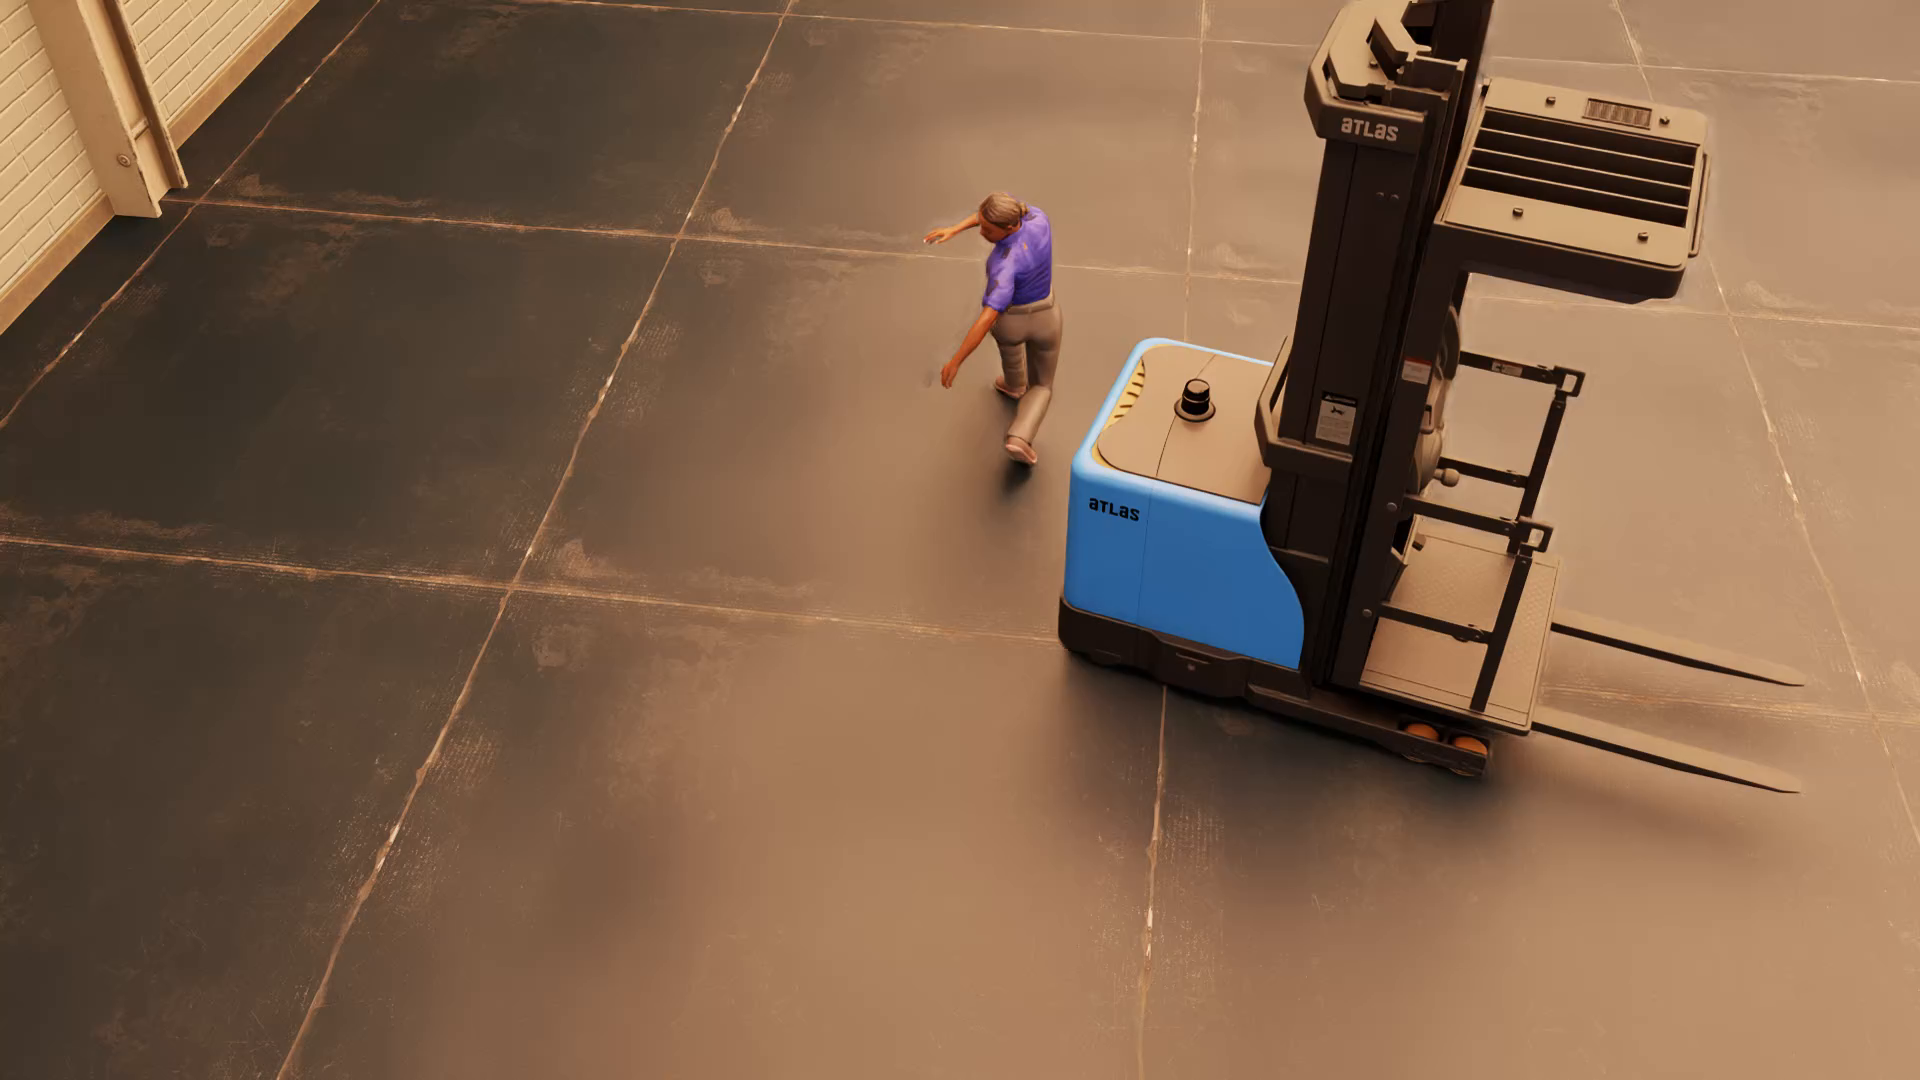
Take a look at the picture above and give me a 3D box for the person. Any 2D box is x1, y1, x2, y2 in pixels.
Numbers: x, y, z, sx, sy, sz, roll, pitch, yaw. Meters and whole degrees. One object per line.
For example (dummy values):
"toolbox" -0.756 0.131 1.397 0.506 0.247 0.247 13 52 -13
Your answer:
"person" 0.178 -1.053 8.055 0.685 1.431 0.916 -9 43 -10

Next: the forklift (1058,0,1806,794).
"forklift" 2.001 -0.521 6.291 3.031 2.935 1.130 15 45 16
